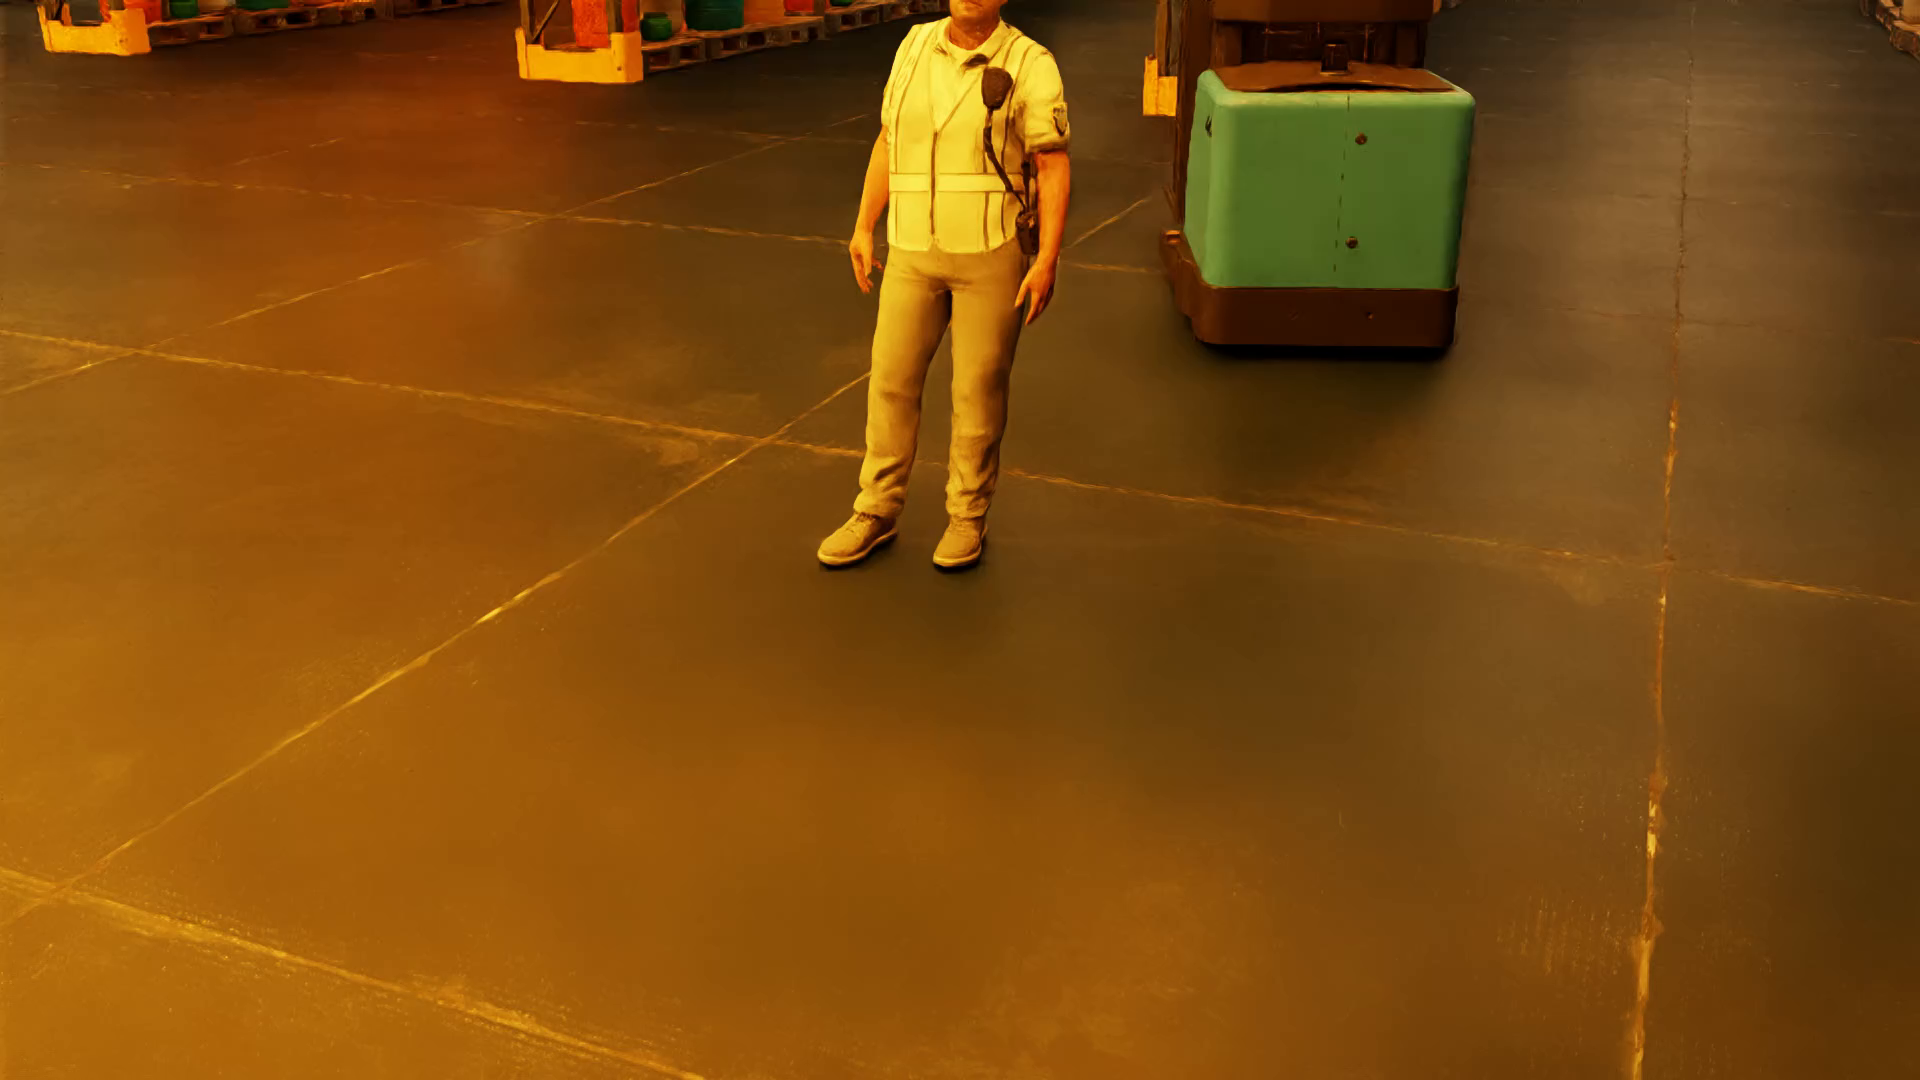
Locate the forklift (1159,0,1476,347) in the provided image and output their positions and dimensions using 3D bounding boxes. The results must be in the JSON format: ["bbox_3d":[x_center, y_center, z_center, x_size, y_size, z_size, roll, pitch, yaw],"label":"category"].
[{"bbox_3d":[1.570,-2.663,7.663,1.130,2.935,3.031,1,23,2],"label":"forklift"}]

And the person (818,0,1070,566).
[{"bbox_3d":[-0.041,-0.802,4.684,0.640,1.778,0.574,9,24,21],"label":"person"}]
